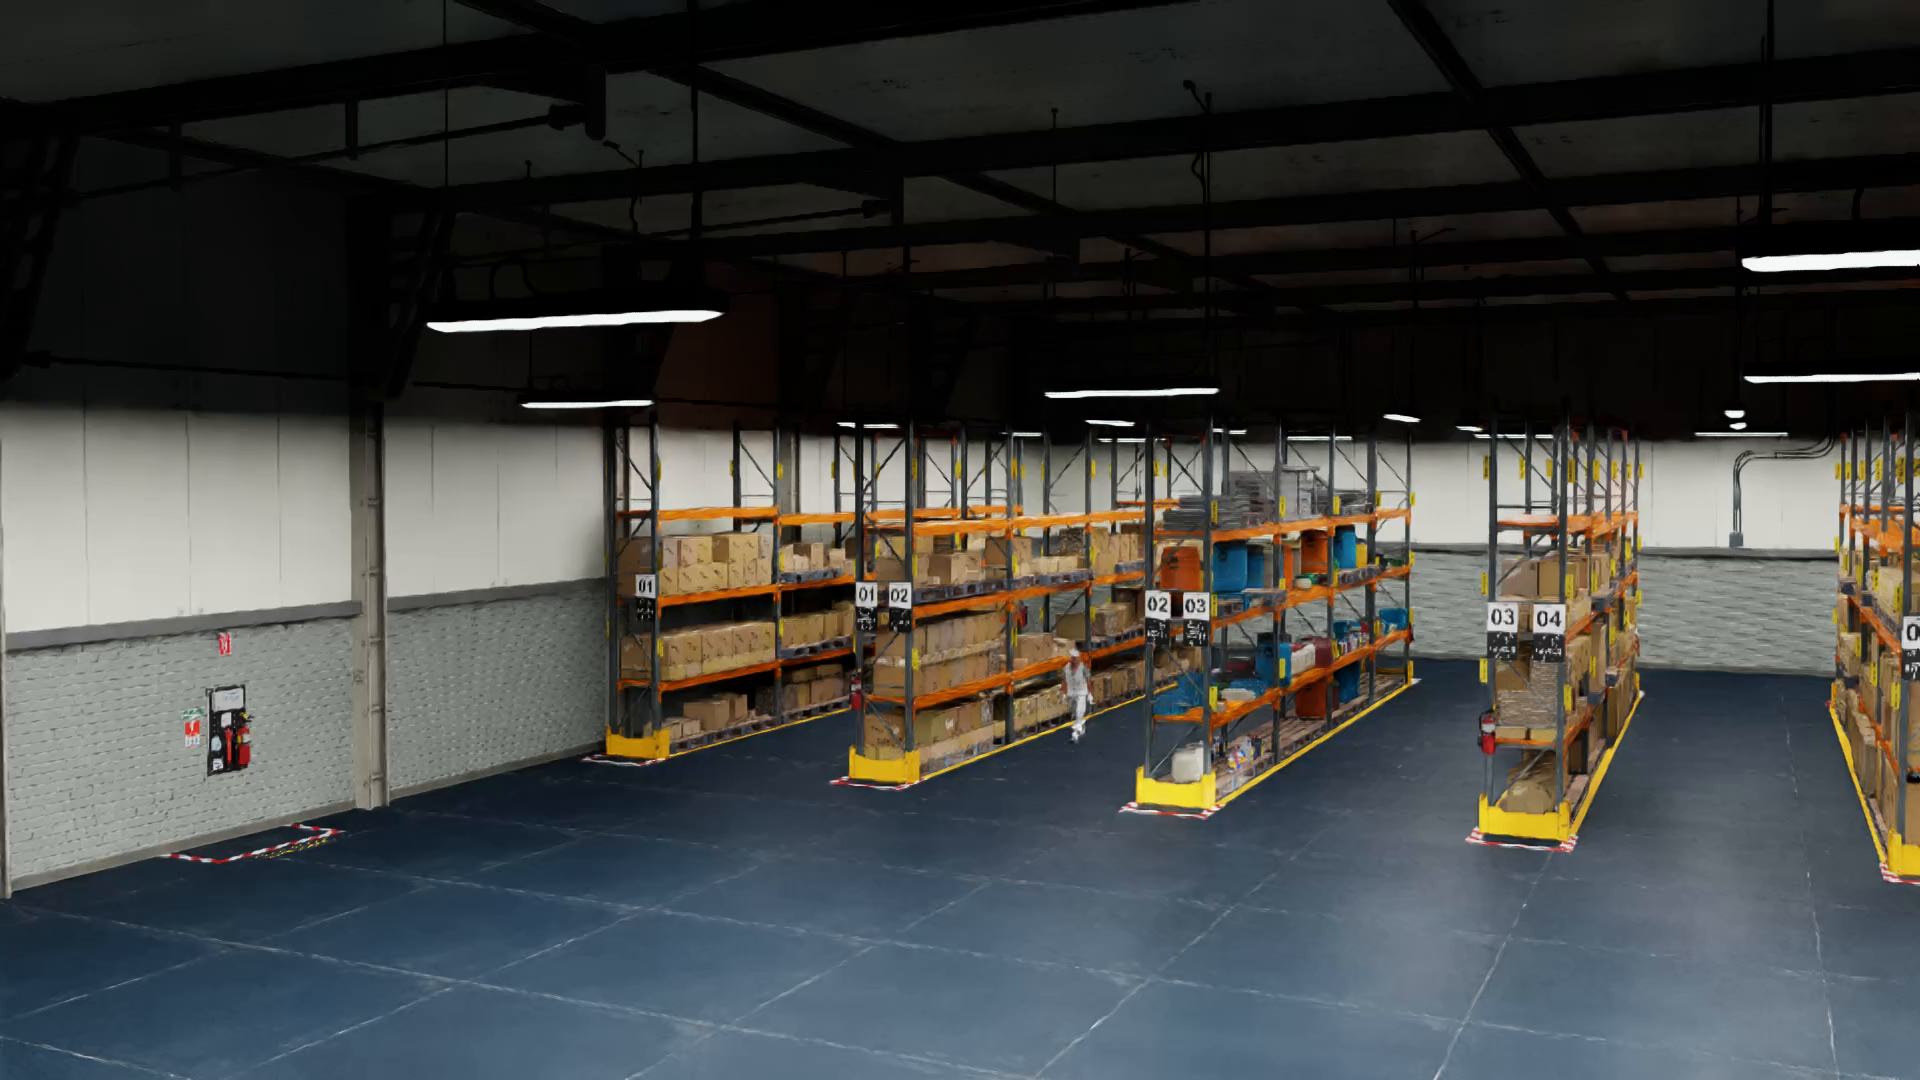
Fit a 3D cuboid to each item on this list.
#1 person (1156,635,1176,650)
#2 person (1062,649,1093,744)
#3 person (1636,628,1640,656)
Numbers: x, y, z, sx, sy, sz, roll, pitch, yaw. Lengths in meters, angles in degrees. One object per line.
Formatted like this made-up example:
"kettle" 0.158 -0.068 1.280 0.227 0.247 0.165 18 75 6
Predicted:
"person" 5.480 2.246 44.046 0.746 1.776 0.543 -2 3 -33
"person" 2.126 2.845 30.602 0.539 1.709 1.123 1 3 27
"person" 15.392 2.499 38.366 0.487 1.752 0.660 0 2 -7
